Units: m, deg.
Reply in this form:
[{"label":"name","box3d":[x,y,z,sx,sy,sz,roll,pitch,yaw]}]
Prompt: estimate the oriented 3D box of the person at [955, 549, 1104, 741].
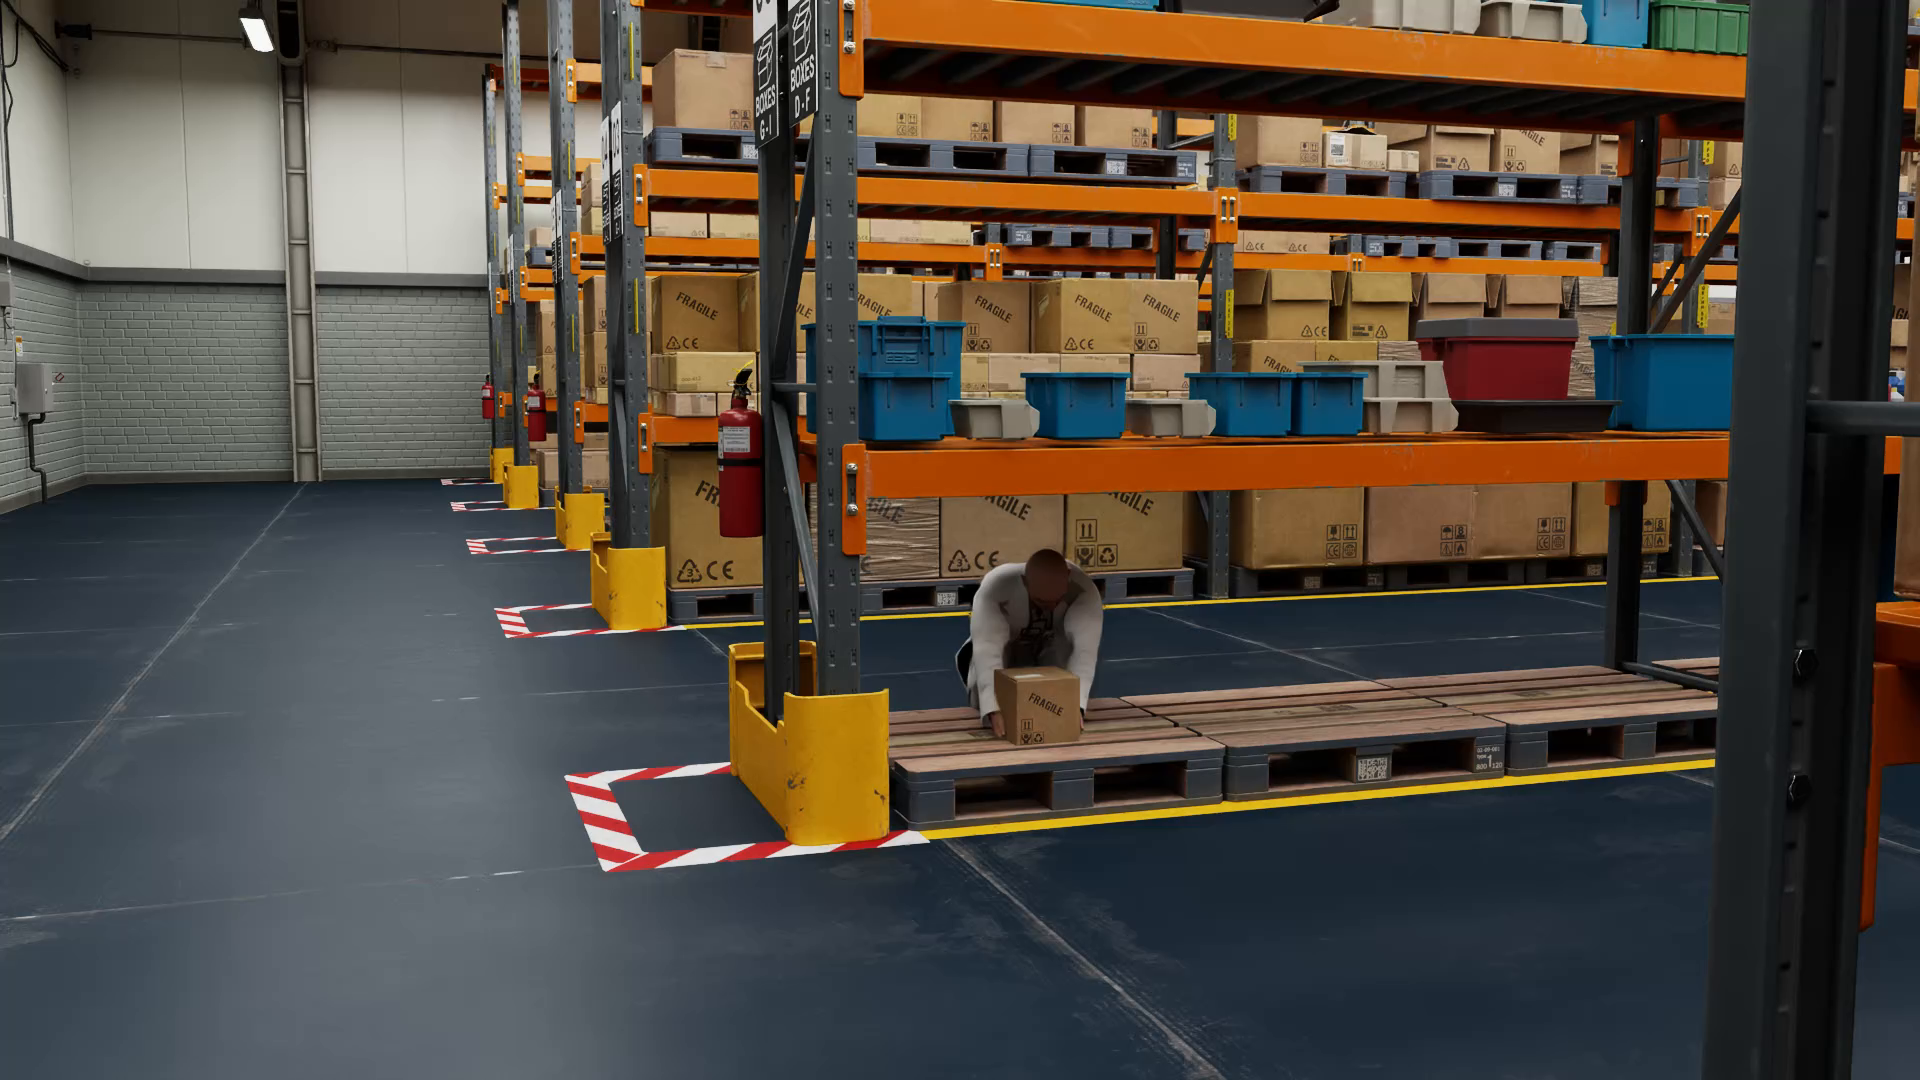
[{"label":"person","box3d":[0.279,0.458,6.668,0.591,0.889,1.131,0,6,-1]}]
